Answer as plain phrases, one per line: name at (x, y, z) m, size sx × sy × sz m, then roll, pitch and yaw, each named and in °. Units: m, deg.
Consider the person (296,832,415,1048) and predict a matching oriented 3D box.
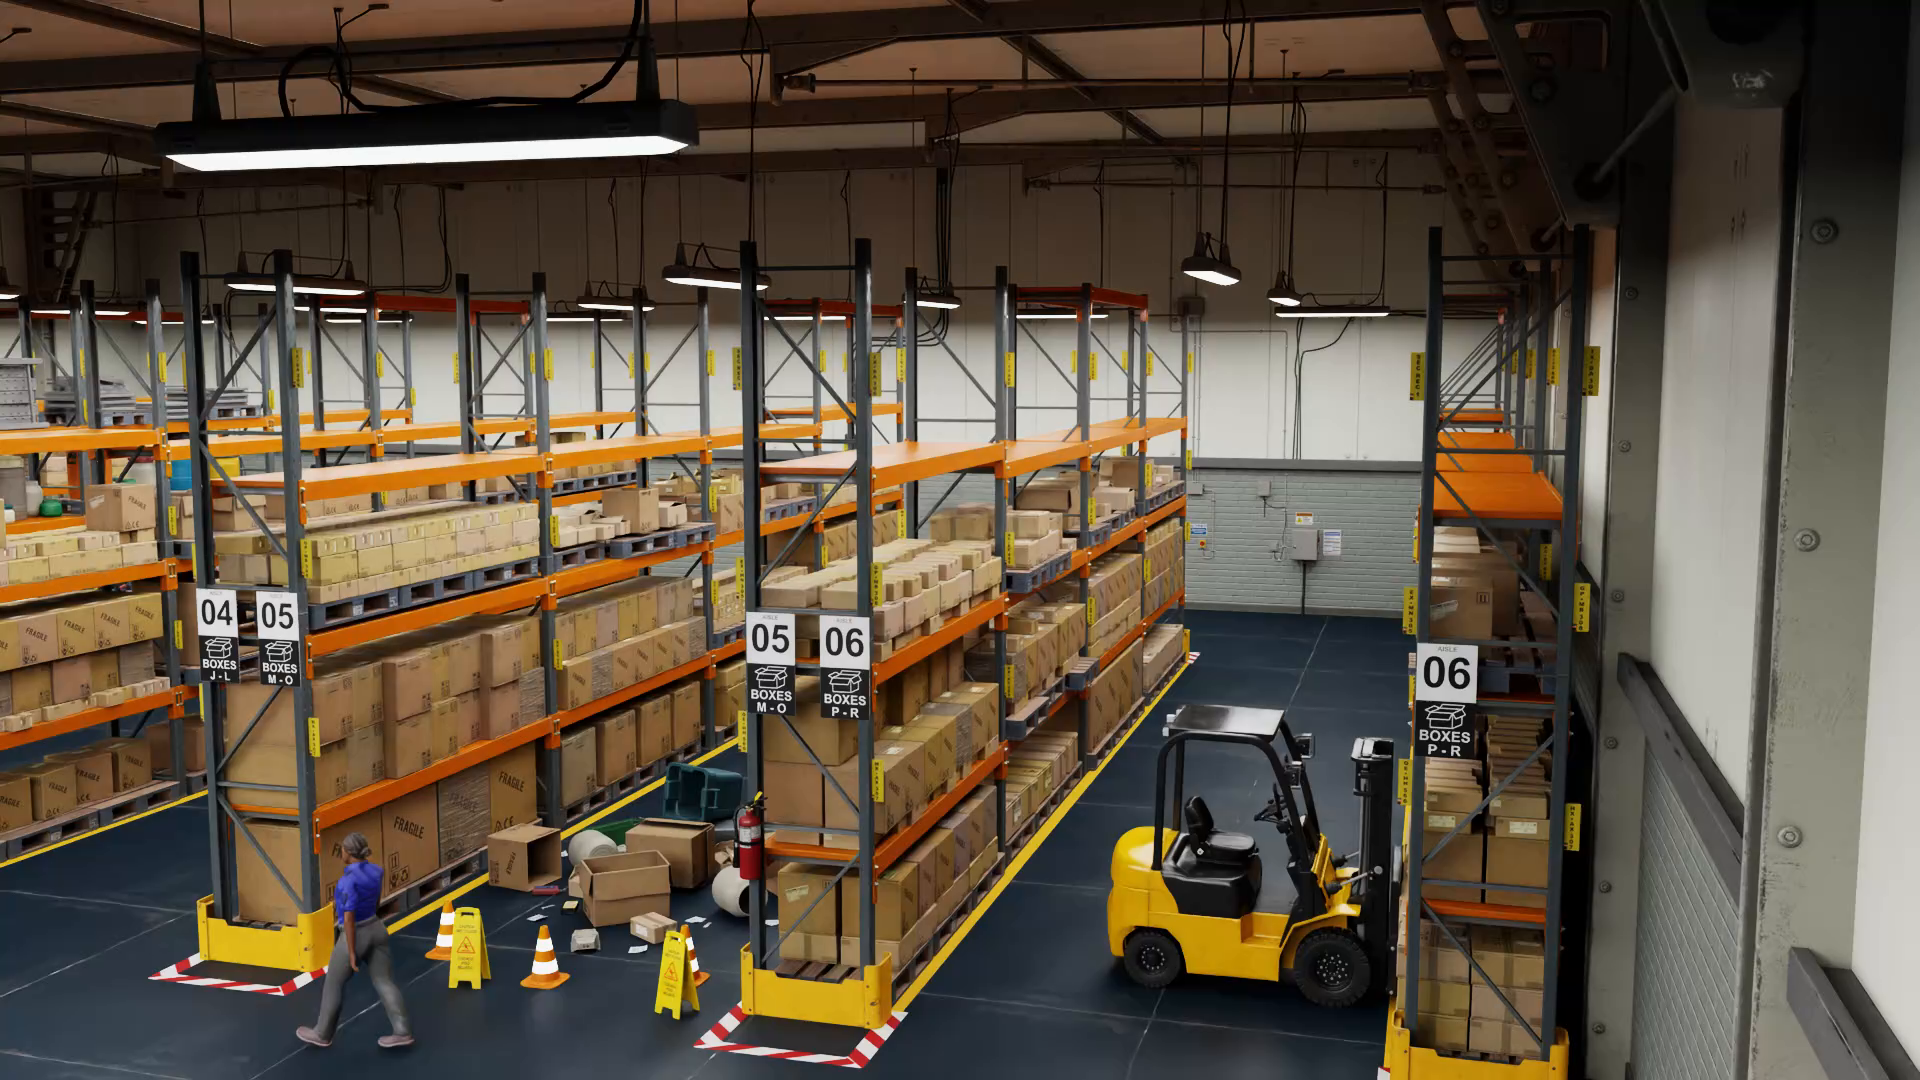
person at (-4.509, 2.973, 12.389) m, size 0.866 × 1.623 × 0.476 m, roll 3°, pitch 7°, yaw 27°
